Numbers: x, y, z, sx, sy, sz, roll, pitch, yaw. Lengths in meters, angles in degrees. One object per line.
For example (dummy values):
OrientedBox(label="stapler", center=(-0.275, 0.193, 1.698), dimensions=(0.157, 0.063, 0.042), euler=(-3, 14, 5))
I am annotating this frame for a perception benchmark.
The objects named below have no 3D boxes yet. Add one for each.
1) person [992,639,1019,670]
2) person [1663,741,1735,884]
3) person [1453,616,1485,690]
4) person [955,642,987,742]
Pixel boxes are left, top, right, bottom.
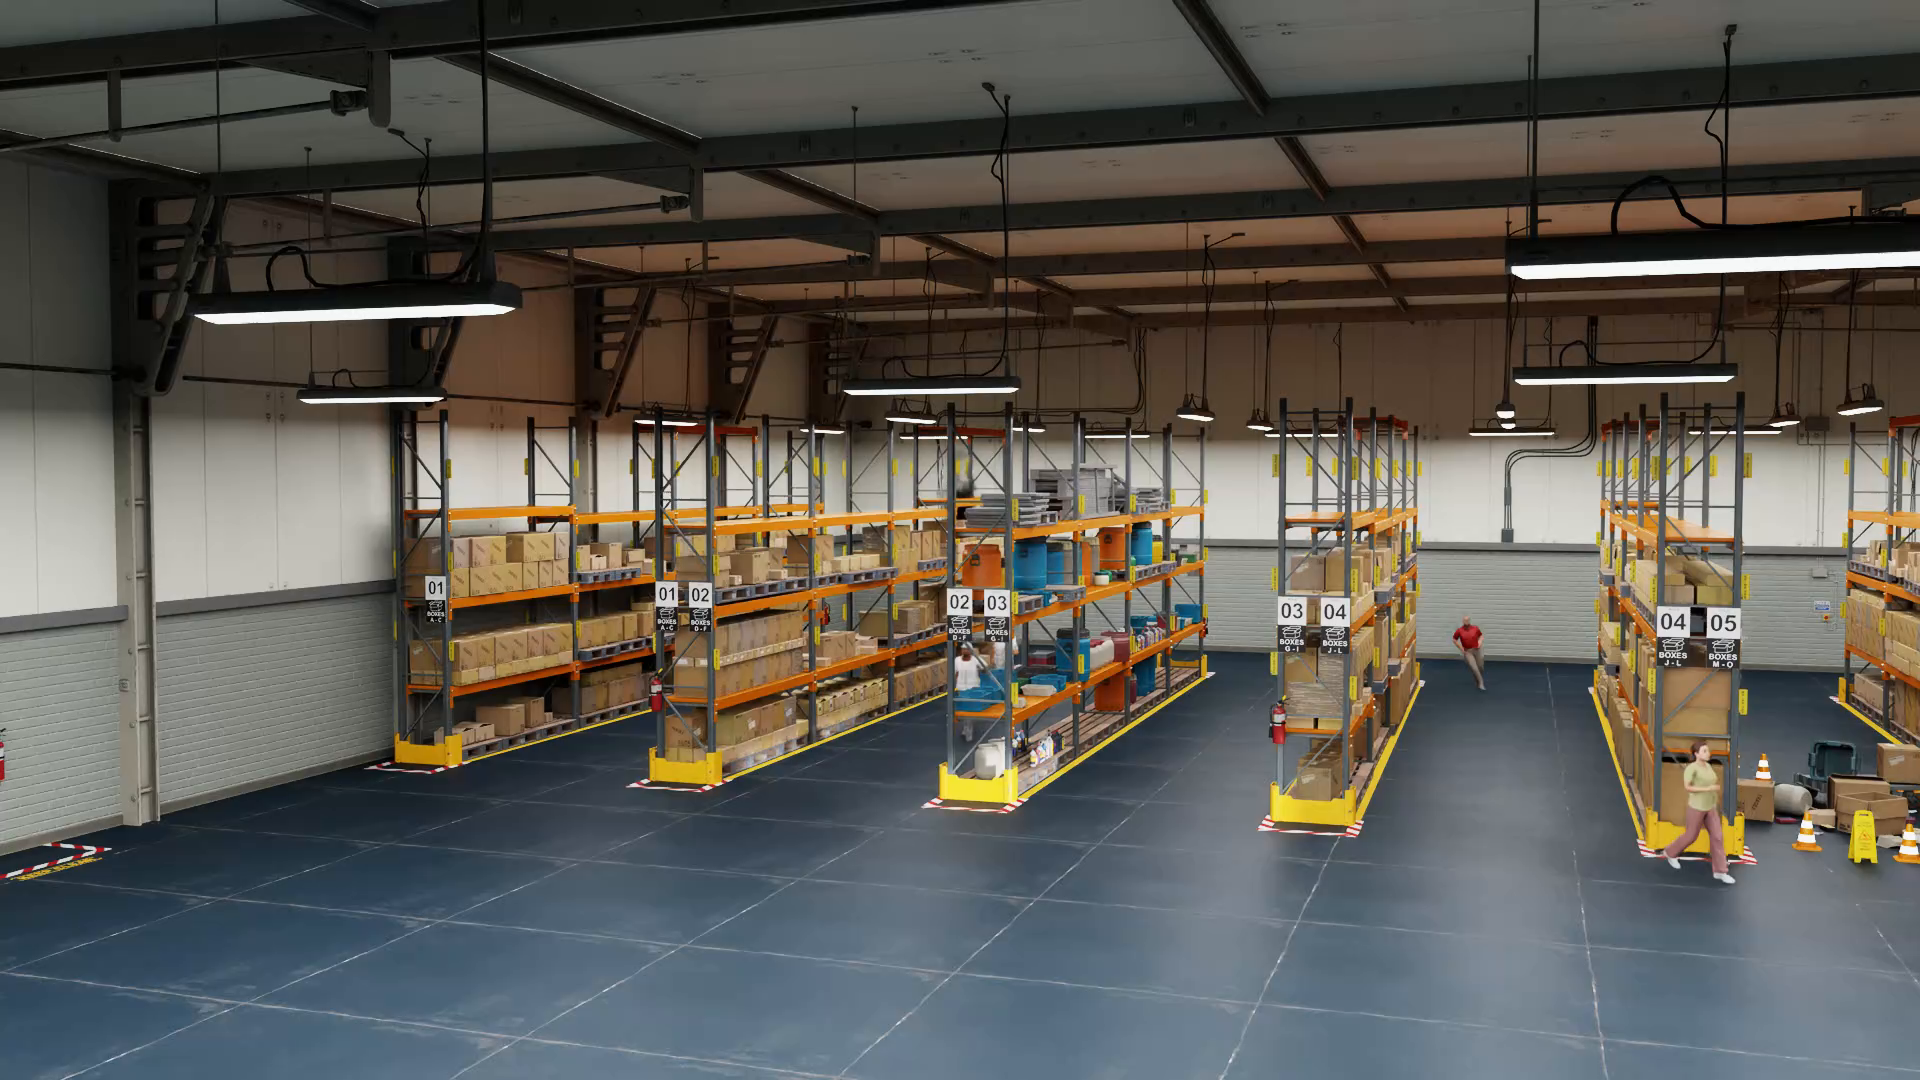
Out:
OrientedBox(label="person", center=(0.946, 2.647, 35.266), dimensions=(0.613, 1.646, 0.915), euler=(0, 2, 11))
OrientedBox(label="person", center=(9.016, 3.282, 20.246), dimensions=(0.575, 1.633, 0.970), euler=(-1, 3, -25))
OrientedBox(label="person", center=(11.630, 2.596, 37.983), dimensions=(0.713, 1.598, 0.750), euler=(0, 2, 3))
OrientedBox(label="person", center=(0.115, 2.795, 30.811), dimensions=(0.681, 1.840, 0.810), euler=(1, 3, 14))
